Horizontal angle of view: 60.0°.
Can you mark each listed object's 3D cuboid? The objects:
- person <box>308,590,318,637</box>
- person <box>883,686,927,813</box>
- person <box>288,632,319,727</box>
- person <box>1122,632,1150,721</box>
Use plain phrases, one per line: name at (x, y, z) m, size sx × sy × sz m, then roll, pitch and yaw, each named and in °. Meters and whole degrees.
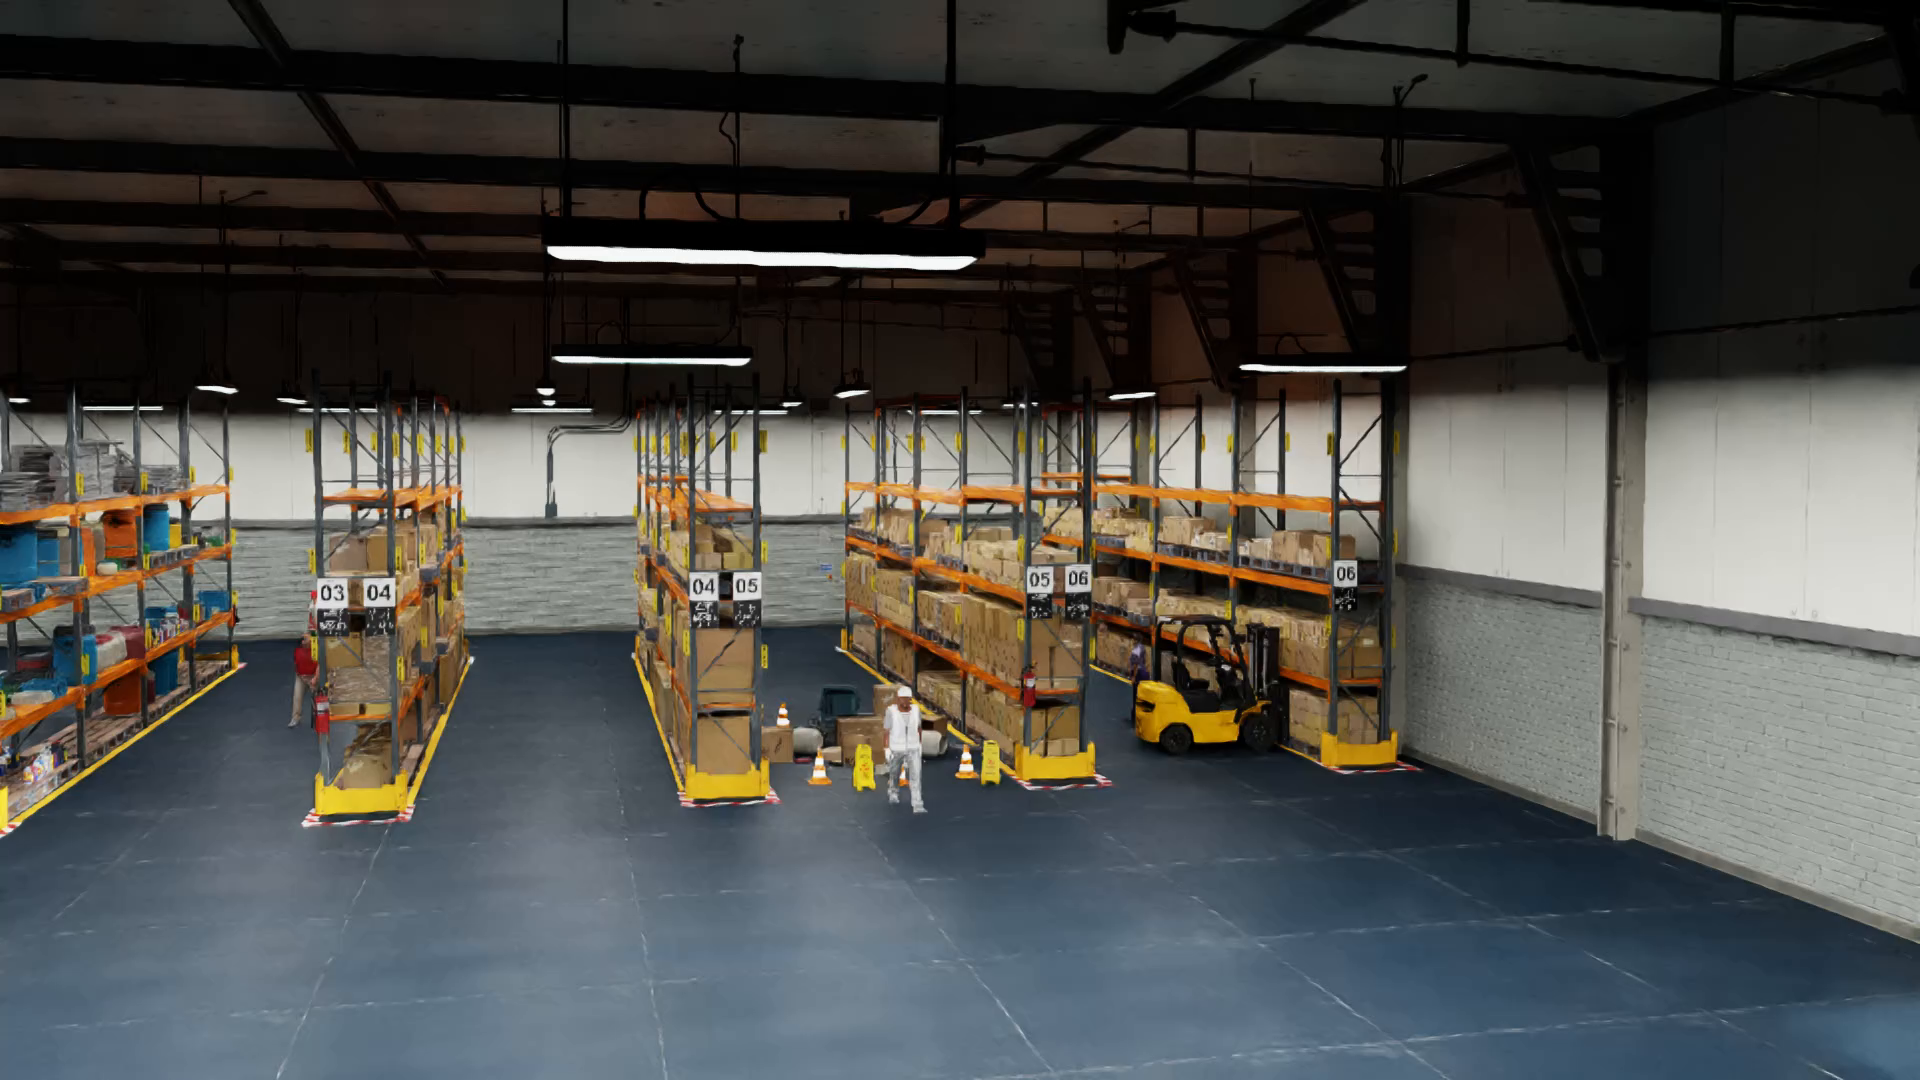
person at (-14.096, 1.979, 36.454) m, size 0.386 × 1.796 × 0.678 m, roll -1°, pitch 4°, yaw -22°
person at (-0.767, 2.826, 22.672) m, size 0.566 × 1.706 × 1.122 m, roll -1°, pitch 3°, yaw -12°
person at (-11.547, 2.455, 29.463) m, size 0.533 × 1.658 × 1.040 m, roll 0°, pitch 3°, yaw -5°
person at (3.155, 2.456, 29.664) m, size 0.556 × 1.644 × 0.597 m, roll 1°, pitch 3°, yaw 15°
